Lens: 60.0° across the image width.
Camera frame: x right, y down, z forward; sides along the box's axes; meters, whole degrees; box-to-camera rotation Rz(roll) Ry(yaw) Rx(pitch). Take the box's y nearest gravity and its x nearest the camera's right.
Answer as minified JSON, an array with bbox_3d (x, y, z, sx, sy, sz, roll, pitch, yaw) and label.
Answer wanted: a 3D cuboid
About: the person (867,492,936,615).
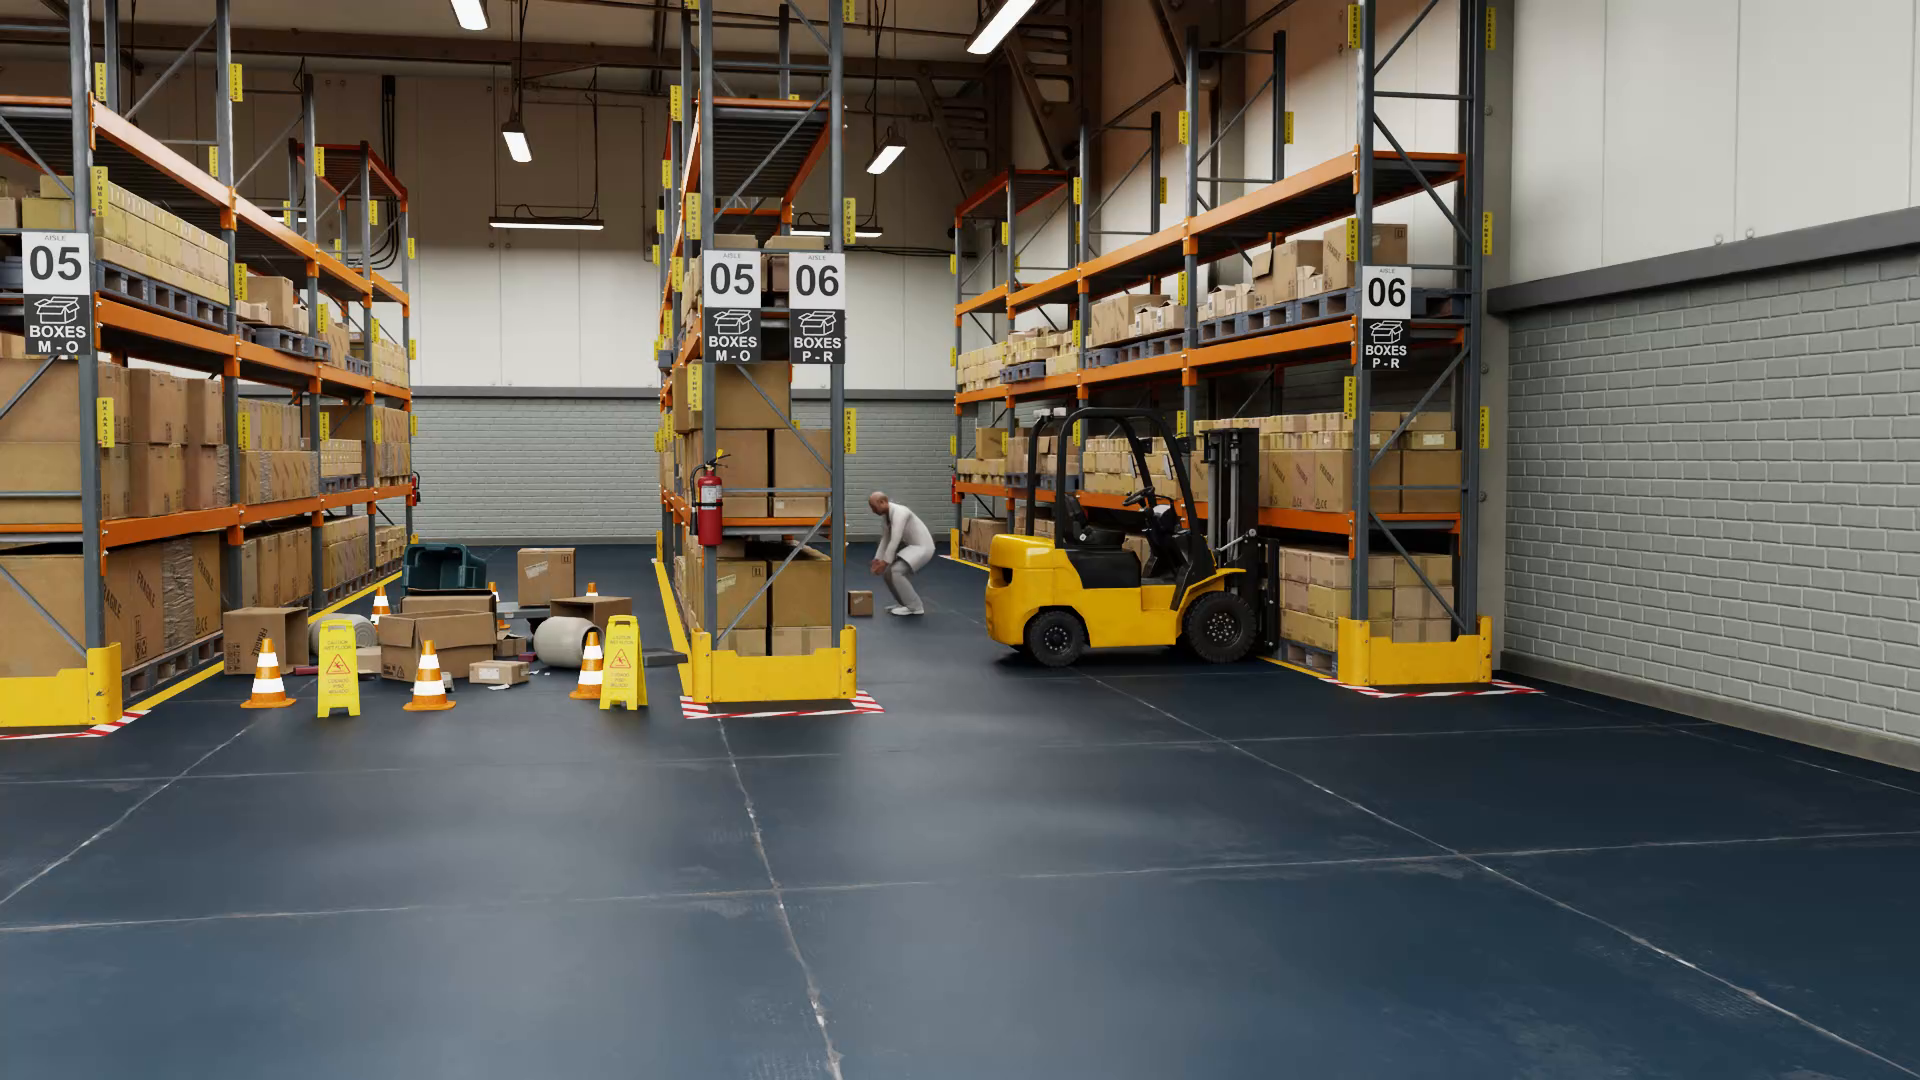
[{"bbox_3d":[-0.643,0.146,18.433,0.750,1.356,0.631,-1,3,-11],"label":"person"}]
